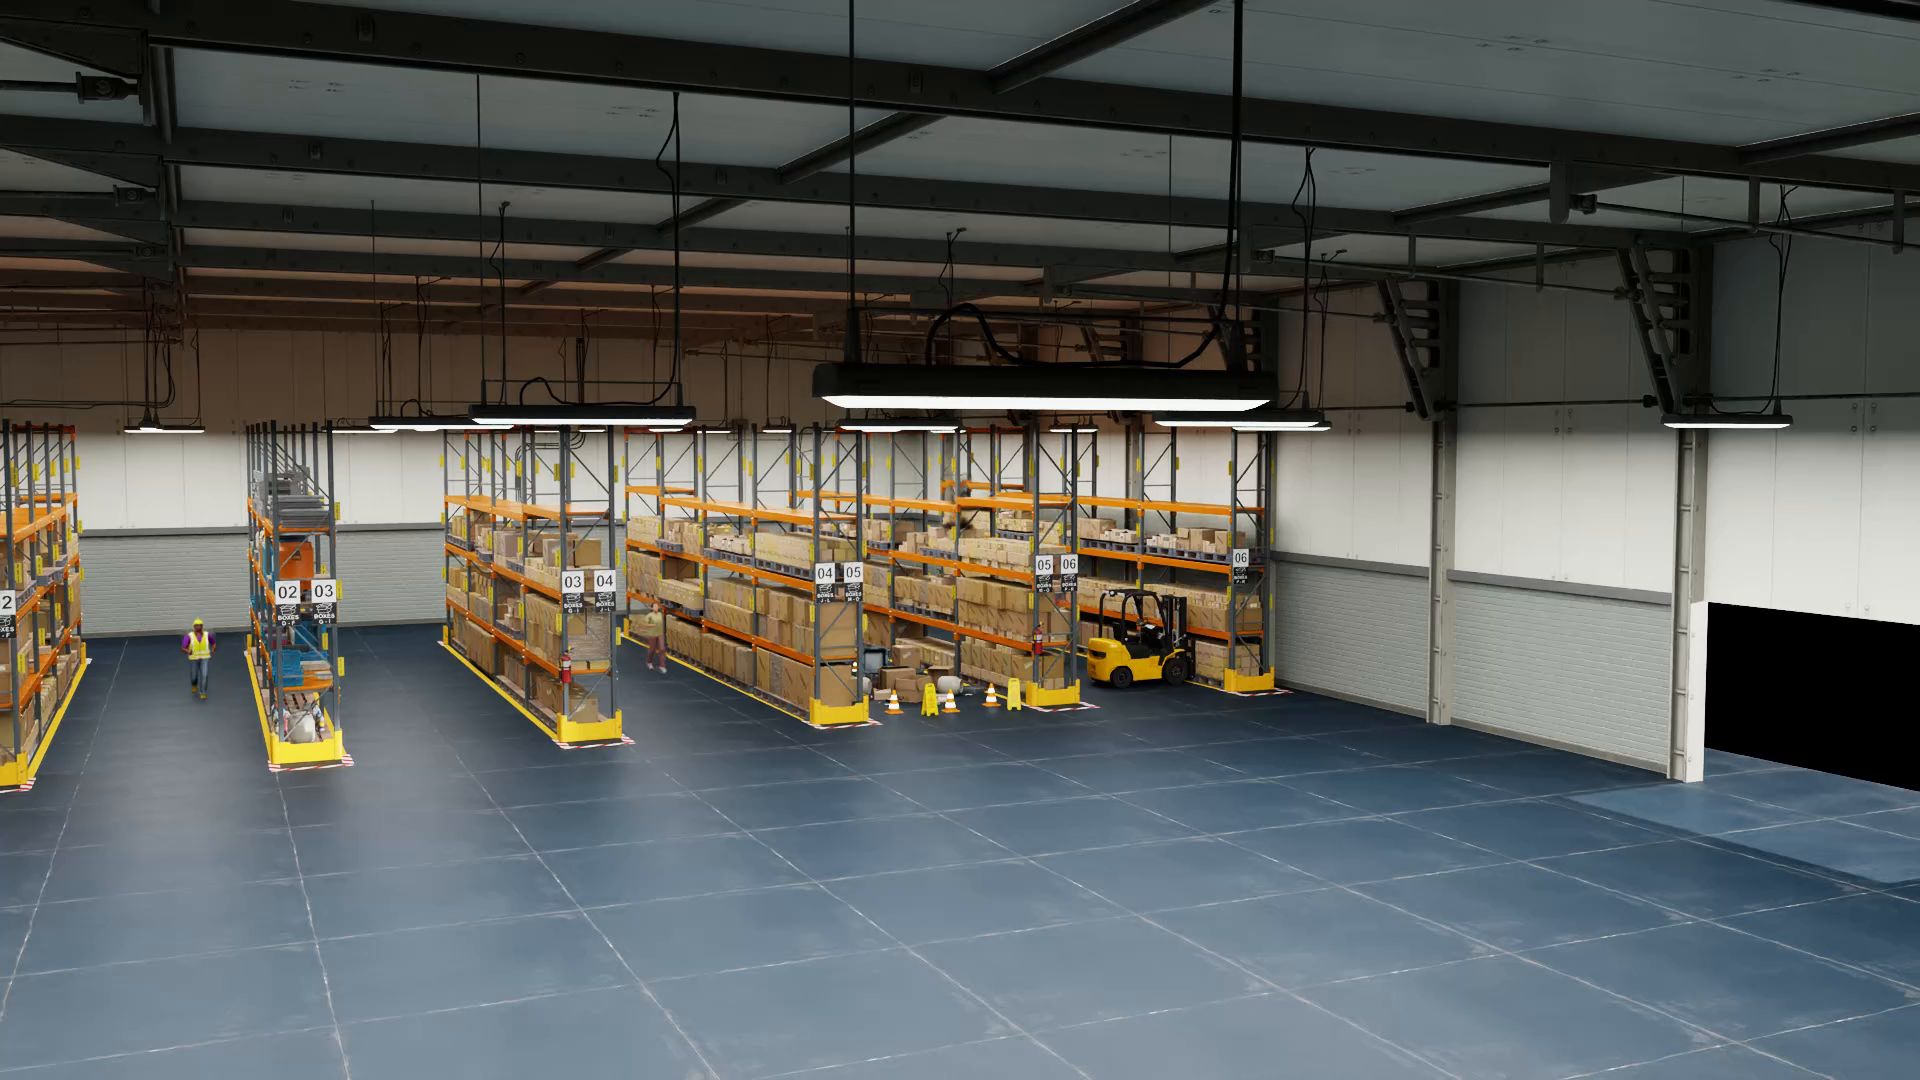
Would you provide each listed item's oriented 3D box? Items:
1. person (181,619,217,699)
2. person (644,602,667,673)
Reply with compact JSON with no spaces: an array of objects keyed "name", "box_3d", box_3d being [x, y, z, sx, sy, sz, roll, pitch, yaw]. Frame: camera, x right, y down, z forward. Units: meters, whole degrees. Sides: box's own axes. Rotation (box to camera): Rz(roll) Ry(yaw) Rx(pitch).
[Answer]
[{"name":"person","box_3d":[-16.572,2.594,36.249,0.714,1.733,0.791,-2,4,-29]},{"name":"person","box_3d":[-7.390,2.344,40.341,0.570,1.688,0.904,-2,4,-34]}]
